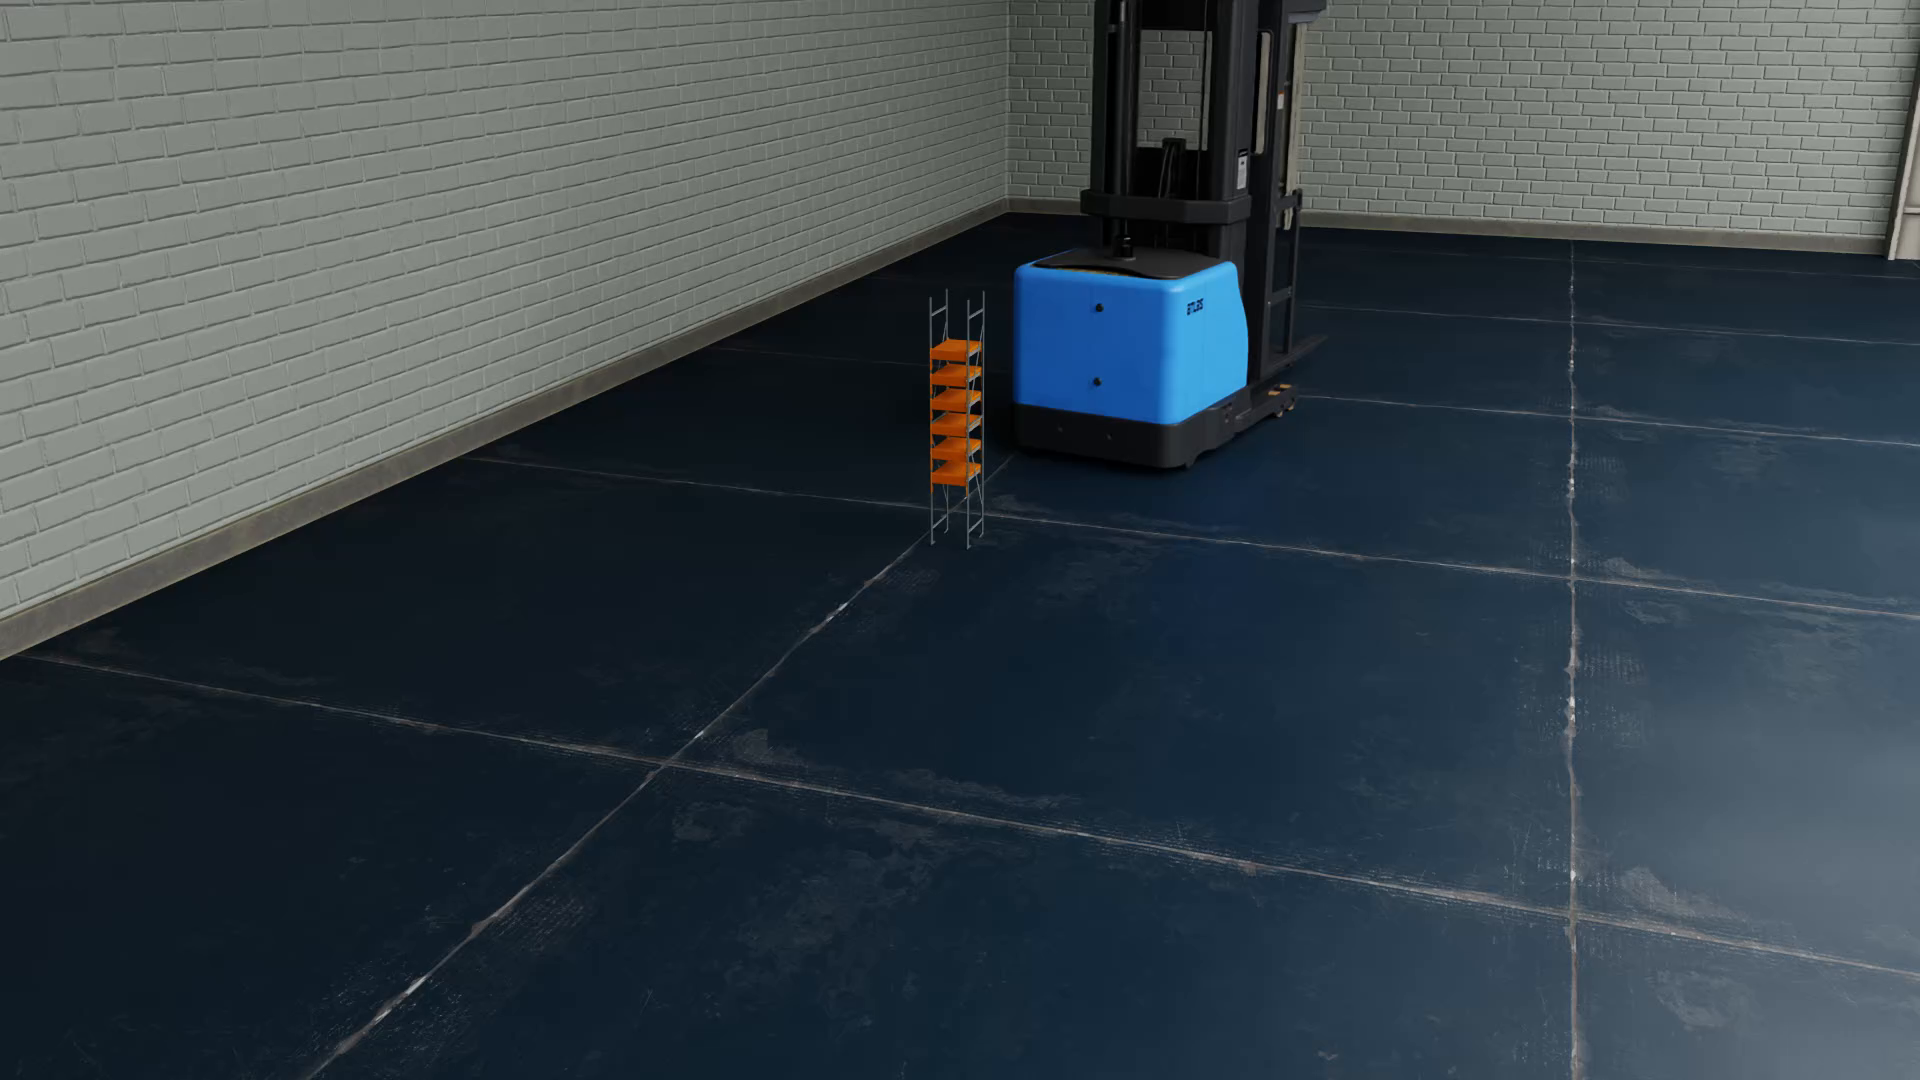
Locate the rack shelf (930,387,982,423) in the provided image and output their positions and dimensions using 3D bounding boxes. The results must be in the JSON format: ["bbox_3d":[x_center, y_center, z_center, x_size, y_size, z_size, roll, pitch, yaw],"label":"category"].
[{"bbox_3d":[-0.014,-0.639,7.858,0.180,0.103,0.258,7,20,18],"label":"rack shelf"}]

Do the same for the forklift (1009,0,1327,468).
[{"bbox_3d":[1.465,-2.207,9.954,1.130,2.935,3.031,11,22,29],"label":"forklift"}]

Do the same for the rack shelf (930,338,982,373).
[{"bbox_3d":[-0.014,-0.866,7.779,0.180,0.103,0.258,7,20,18],"label":"rack shelf"}]

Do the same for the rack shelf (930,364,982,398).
[{"bbox_3d":[-0.014,-0.753,7.819,0.180,0.103,0.258,7,20,18],"label":"rack shelf"}]

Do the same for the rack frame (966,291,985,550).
[{"bbox_3d":[0.073,-0.558,7.855,0.006,1.200,0.240,7,20,18],"label":"rack frame"}]

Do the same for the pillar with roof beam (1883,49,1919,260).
[{"bbox_3d":[7.553,-5.577,10.403,0.400,9.000,9.100,7,20,18],"label":"pillar with roof beam"}]

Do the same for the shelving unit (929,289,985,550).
[{"bbox_3d":[-0.014,-0.568,7.883,0.189,1.200,0.258,7,20,18],"label":"shelving unit"}]

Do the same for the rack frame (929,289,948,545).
[{"bbox_3d":[-0.100,-0.578,7.912,0.006,1.200,0.240,7,20,18],"label":"rack frame"}]

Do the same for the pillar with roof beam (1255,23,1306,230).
[{"bbox_3d":[1.886,-6.225,12.263,0.400,9.000,9.100,7,20,18],"label":"pillar with roof beam"}]

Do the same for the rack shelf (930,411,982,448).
[{"bbox_3d":[-0.014,-0.526,7.898,0.180,0.103,0.258,7,20,18],"label":"rack shelf"}]

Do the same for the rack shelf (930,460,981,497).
[{"bbox_3d":[-0.014,-0.300,7.977,0.180,0.103,0.258,7,20,18],"label":"rack shelf"}]

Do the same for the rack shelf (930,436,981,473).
[{"bbox_3d":[-0.014,-0.413,7.937,0.180,0.103,0.258,7,20,18],"label":"rack shelf"}]
